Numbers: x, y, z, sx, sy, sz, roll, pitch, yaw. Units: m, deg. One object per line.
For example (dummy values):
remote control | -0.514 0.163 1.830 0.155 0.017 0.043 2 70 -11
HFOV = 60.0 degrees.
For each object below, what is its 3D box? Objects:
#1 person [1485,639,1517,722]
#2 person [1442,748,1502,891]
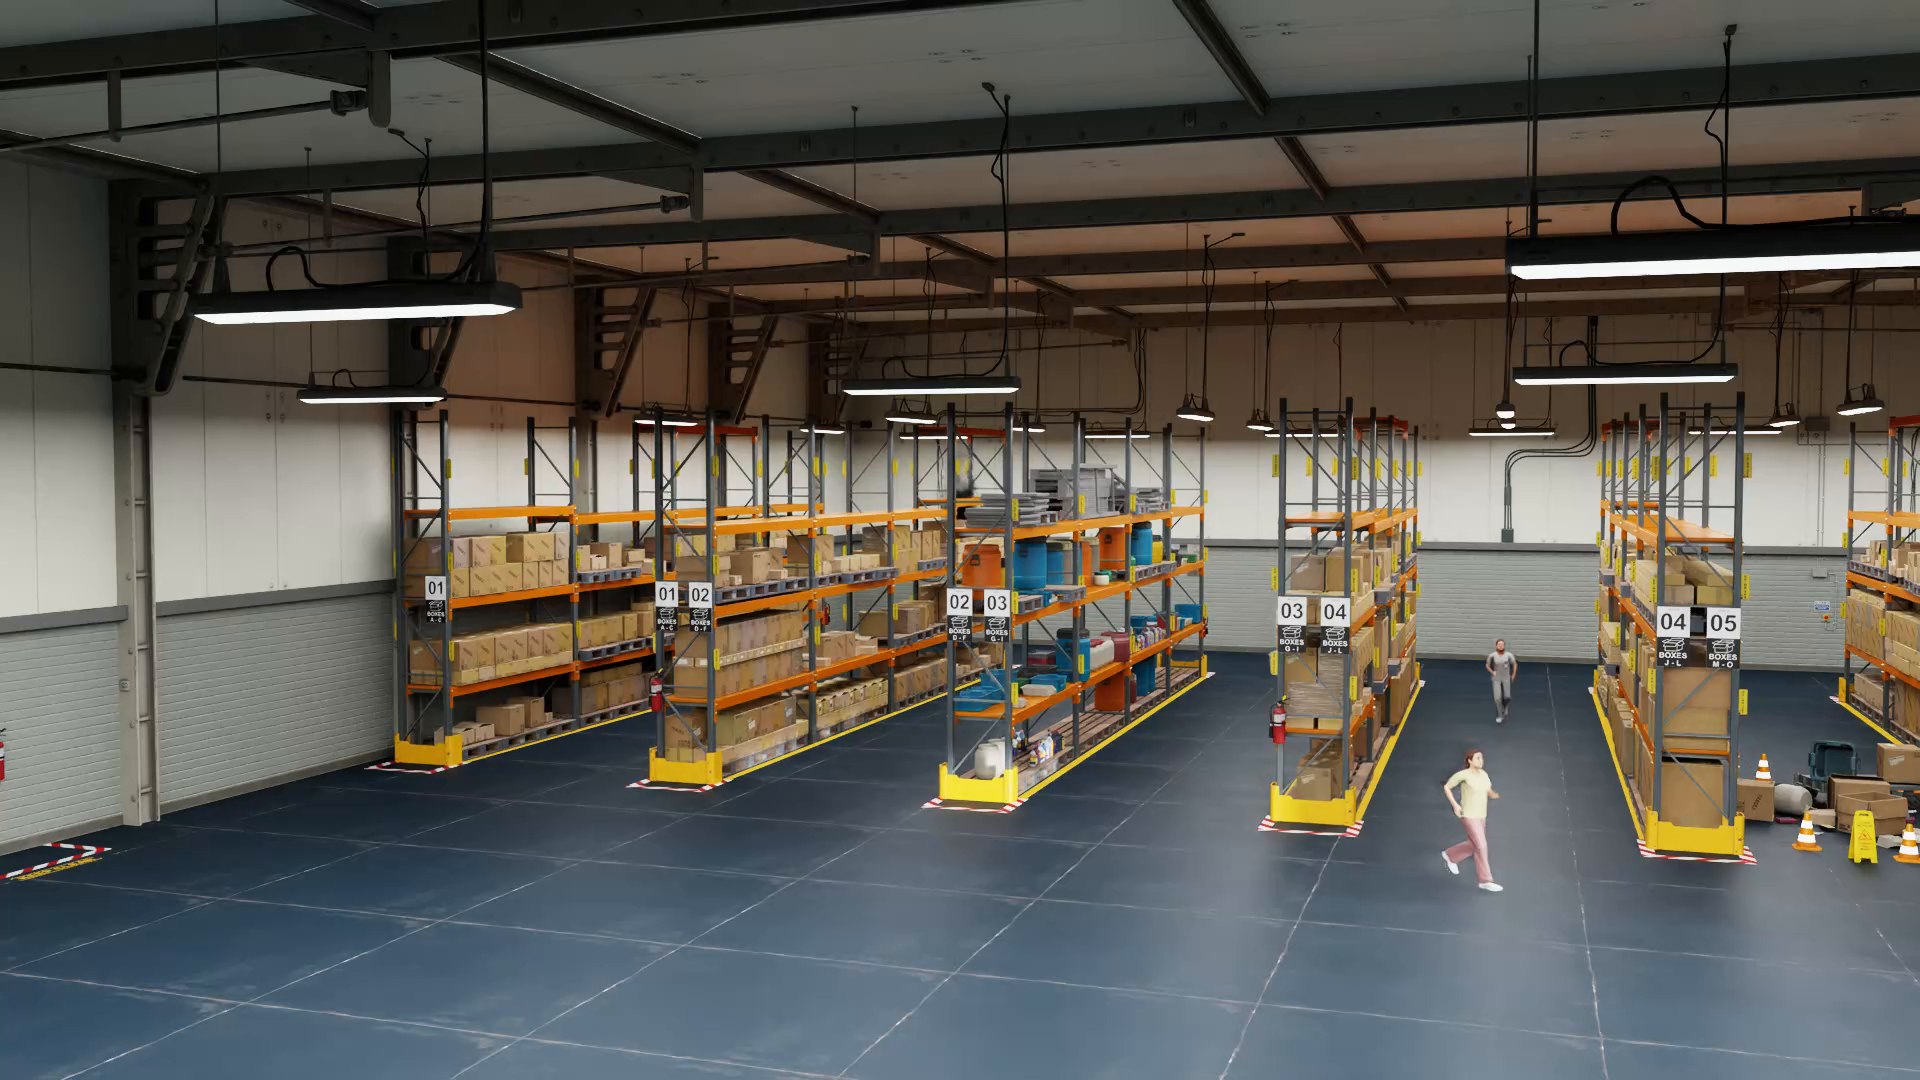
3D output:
person | 10.703 2.778 32.888 0.601 1.636 0.578 1 3 14
person | 6.106 3.298 19.873 0.578 1.650 0.914 -2 3 -32
